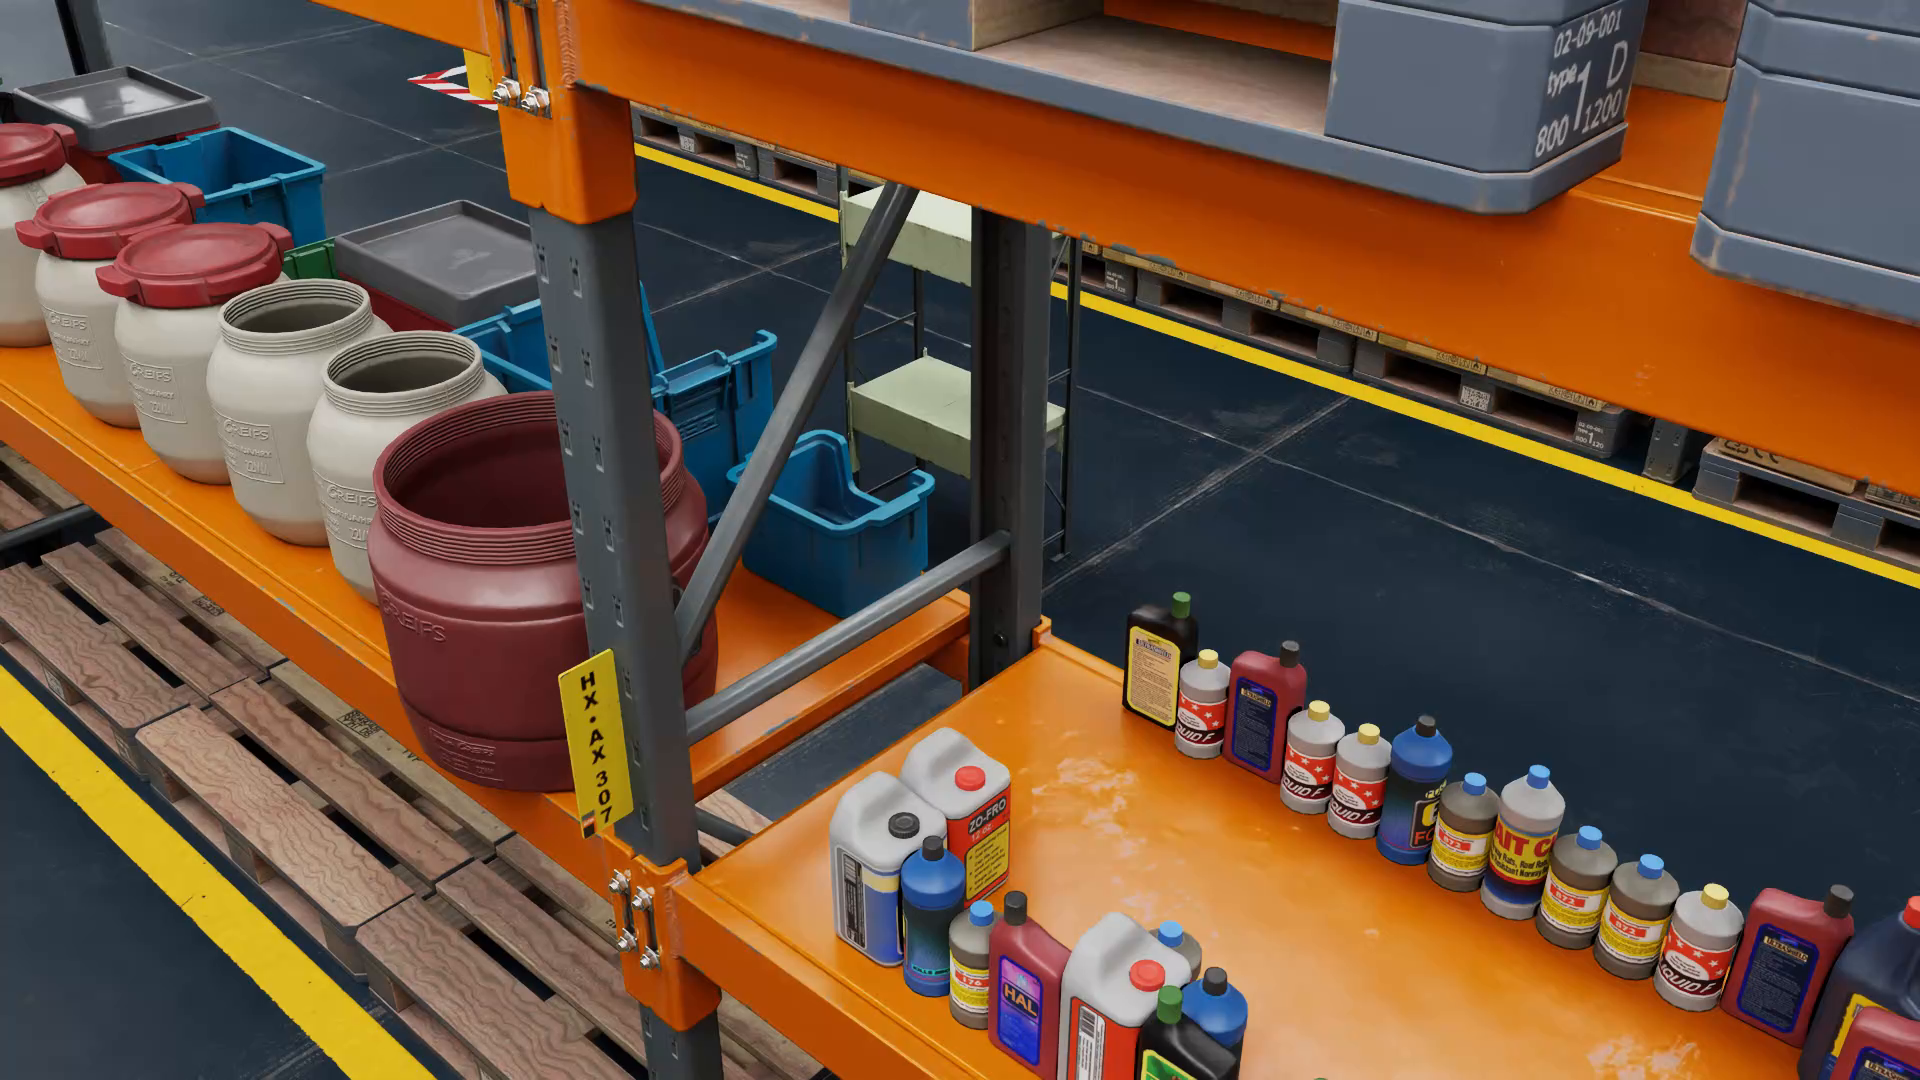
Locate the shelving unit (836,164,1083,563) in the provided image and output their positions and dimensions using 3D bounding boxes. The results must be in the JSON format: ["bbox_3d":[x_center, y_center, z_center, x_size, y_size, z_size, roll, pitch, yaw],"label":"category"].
[{"bbox_3d":[-0.005,-0.645,5.867,0.755,1.500,0.431,25,39,35],"label":"shelving unit"}]

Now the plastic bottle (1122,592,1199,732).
[{"bbox_3d":[0.375,0.211,3.104,0.133,0.283,0.061,25,39,35],"label":"plastic bottle"}]

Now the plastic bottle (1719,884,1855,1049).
[{"bbox_3d":[1.222,0.607,2.447,0.133,0.283,0.061,25,39,35],"label":"plastic bottle"}]

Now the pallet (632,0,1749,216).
[{"bbox_3d":[0.290,-0.718,1.809,1.213,0.211,1.003,25,39,35],"label":"pallet"}]

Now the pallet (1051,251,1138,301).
[{"bbox_3d":[0.722,-1.658,8.800,1.213,0.211,1.003,25,39,35],"label":"pallet"}]

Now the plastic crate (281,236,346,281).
[{"bbox_3d":[-1.697,-0.615,4.568,0.662,0.188,0.450,25,39,35],"label":"plastic crate"}]

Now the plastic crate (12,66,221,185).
[{"bbox_3d":[-2.613,-1.177,5.235,0.583,0.464,0.402,25,39,35],"label":"plastic crate"}]

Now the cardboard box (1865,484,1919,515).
[{"bbox_3d":[3.653,-0.380,5.970,0.500,0.500,0.500,23,38,33],"label":"cardboard box"}]

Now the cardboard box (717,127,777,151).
[{"bbox_3d":[-1.086,-2.516,9.780,0.500,0.250,0.500,25,39,35],"label":"cardboard box"}]

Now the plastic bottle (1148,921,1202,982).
[{"bbox_3d":[0.305,0.649,2.457,0.097,0.201,0.097,0,31,0],"label":"plastic bottle"}]

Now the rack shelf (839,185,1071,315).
[{"bbox_3d":[-0.005,-0.979,5.666,0.720,0.370,0.431,25,39,35],"label":"rack shelf"}]

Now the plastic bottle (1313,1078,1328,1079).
[{"bbox_3d":[0.475,0.811,2.107,0.133,0.283,0.061,25,39,35],"label":"plastic bottle"}]

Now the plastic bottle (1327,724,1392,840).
[{"bbox_3d":[0.691,0.407,2.859,0.097,0.201,0.097,0,31,0],"label":"plastic bottle"}]

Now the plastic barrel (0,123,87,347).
[{"bbox_3d":[-2.615,-0.843,4.611,0.433,0.535,0.433,0,31,0],"label":"plastic barrel"}]

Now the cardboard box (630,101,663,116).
[{"bbox_3d":[-1.825,-2.864,10.357,0.500,0.250,0.500,25,39,35],"label":"cardboard box"}]

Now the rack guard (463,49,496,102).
[{"bbox_3d":[-2.834,-3.415,11.438,0.348,0.500,1.175,25,39,35],"label":"rack guard"}]

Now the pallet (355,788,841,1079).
[{"bbox_3d":[-0.760,1.096,4.225,1.213,0.211,1.003,25,39,35],"label":"pallet"}]

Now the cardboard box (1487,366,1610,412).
[{"bbox_3d":[2.561,-0.799,6.928,0.500,0.250,0.500,26,40,36],"label":"cardboard box"}]

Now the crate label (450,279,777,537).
[{"bbox_3d":[-0.767,-0.278,3.769,0.616,0.435,0.502,25,39,35],"label":"crate label"}]

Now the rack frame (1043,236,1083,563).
[{"bbox_3d":[0.266,-0.518,5.657,0.023,1.500,0.400,25,39,35],"label":"rack frame"}]

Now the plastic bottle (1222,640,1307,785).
[{"bbox_3d":[0.546,0.291,2.971,0.133,0.283,0.061,25,39,35],"label":"plastic bottle"}]

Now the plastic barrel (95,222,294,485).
[{"bbox_3d":[-1.750,-0.440,3.940,0.433,0.535,0.433,0,31,0],"label":"plastic barrel"}]

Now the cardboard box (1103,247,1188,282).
[{"bbox_3d":[1.046,-1.505,8.100,0.500,0.250,0.500,24,38,34],"label":"cardboard box"}]

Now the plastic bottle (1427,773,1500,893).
[{"bbox_3d":[0.835,0.474,2.747,0.097,0.201,0.097,0,31,0],"label":"plastic bottle"}]

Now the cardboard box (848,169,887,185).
[{"bbox_3d":[-0.341,-2.172,9.208,0.500,0.250,0.500,25,39,35],"label":"cardboard box"}]

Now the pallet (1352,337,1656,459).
[{"bbox_3d":[2.531,-0.814,7.397,1.213,0.211,1.003,25,39,35],"label":"pallet"}]

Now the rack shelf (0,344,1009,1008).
[{"bbox_3d":[-1.695,-0.200,4.371,4.000,0.370,1.077,25,39,35],"label":"rack shelf"}]

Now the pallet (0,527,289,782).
[{"bbox_3d":[-2.569,0.251,5.628,1.213,0.211,1.003,25,39,35],"label":"pallet"}]

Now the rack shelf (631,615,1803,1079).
[{"bbox_3d":[1.271,1.185,2.071,4.000,0.370,1.077,25,39,35],"label":"rack shelf"}]

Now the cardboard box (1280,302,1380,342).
[{"bbox_3d":[1.806,-1.152,7.513,0.500,0.250,0.500,26,40,36],"label":"cardboard box"}]

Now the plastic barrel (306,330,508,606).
[{"bbox_3d":[-1.118,-0.138,3.463,0.421,0.512,0.421,0,31,0],"label":"plastic barrel"}]

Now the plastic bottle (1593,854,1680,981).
[{"bbox_3d":[1.052,0.575,2.579,0.097,0.201,0.097,0,31,0],"label":"plastic bottle"}]

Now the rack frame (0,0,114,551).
[{"bbox_3d":[-3.177,-1.200,5.335,0.127,3.000,1.000,25,39,35],"label":"rack frame"}]

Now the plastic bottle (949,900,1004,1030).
[{"bbox_3d":[0.032,0.627,2.493,0.097,0.201,0.097,0,31,0],"label":"plastic bottle"}]

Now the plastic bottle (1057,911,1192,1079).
[{"bbox_3d":[0.235,0.671,2.348,0.135,0.276,0.152,25,39,35],"label":"plastic bottle"}]

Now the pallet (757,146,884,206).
[{"bbox_3d":[-0.412,-2.190,9.682,1.213,0.211,1.003,25,39,35],"label":"pallet"}]

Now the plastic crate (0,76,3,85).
[{"bbox_3d":[-3.994,-1.687,6.350,0.662,0.188,0.450,25,39,35],"label":"plastic crate"}]

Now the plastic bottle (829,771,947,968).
[{"bbox_3d":[-0.108,0.511,2.614,0.135,0.276,0.152,25,39,35],"label":"plastic bottle"}]

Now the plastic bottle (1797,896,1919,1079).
[{"bbox_3d":[1.312,0.649,2.312,0.185,0.351,0.144,25,39,35],"label":"plastic bottle"}]
